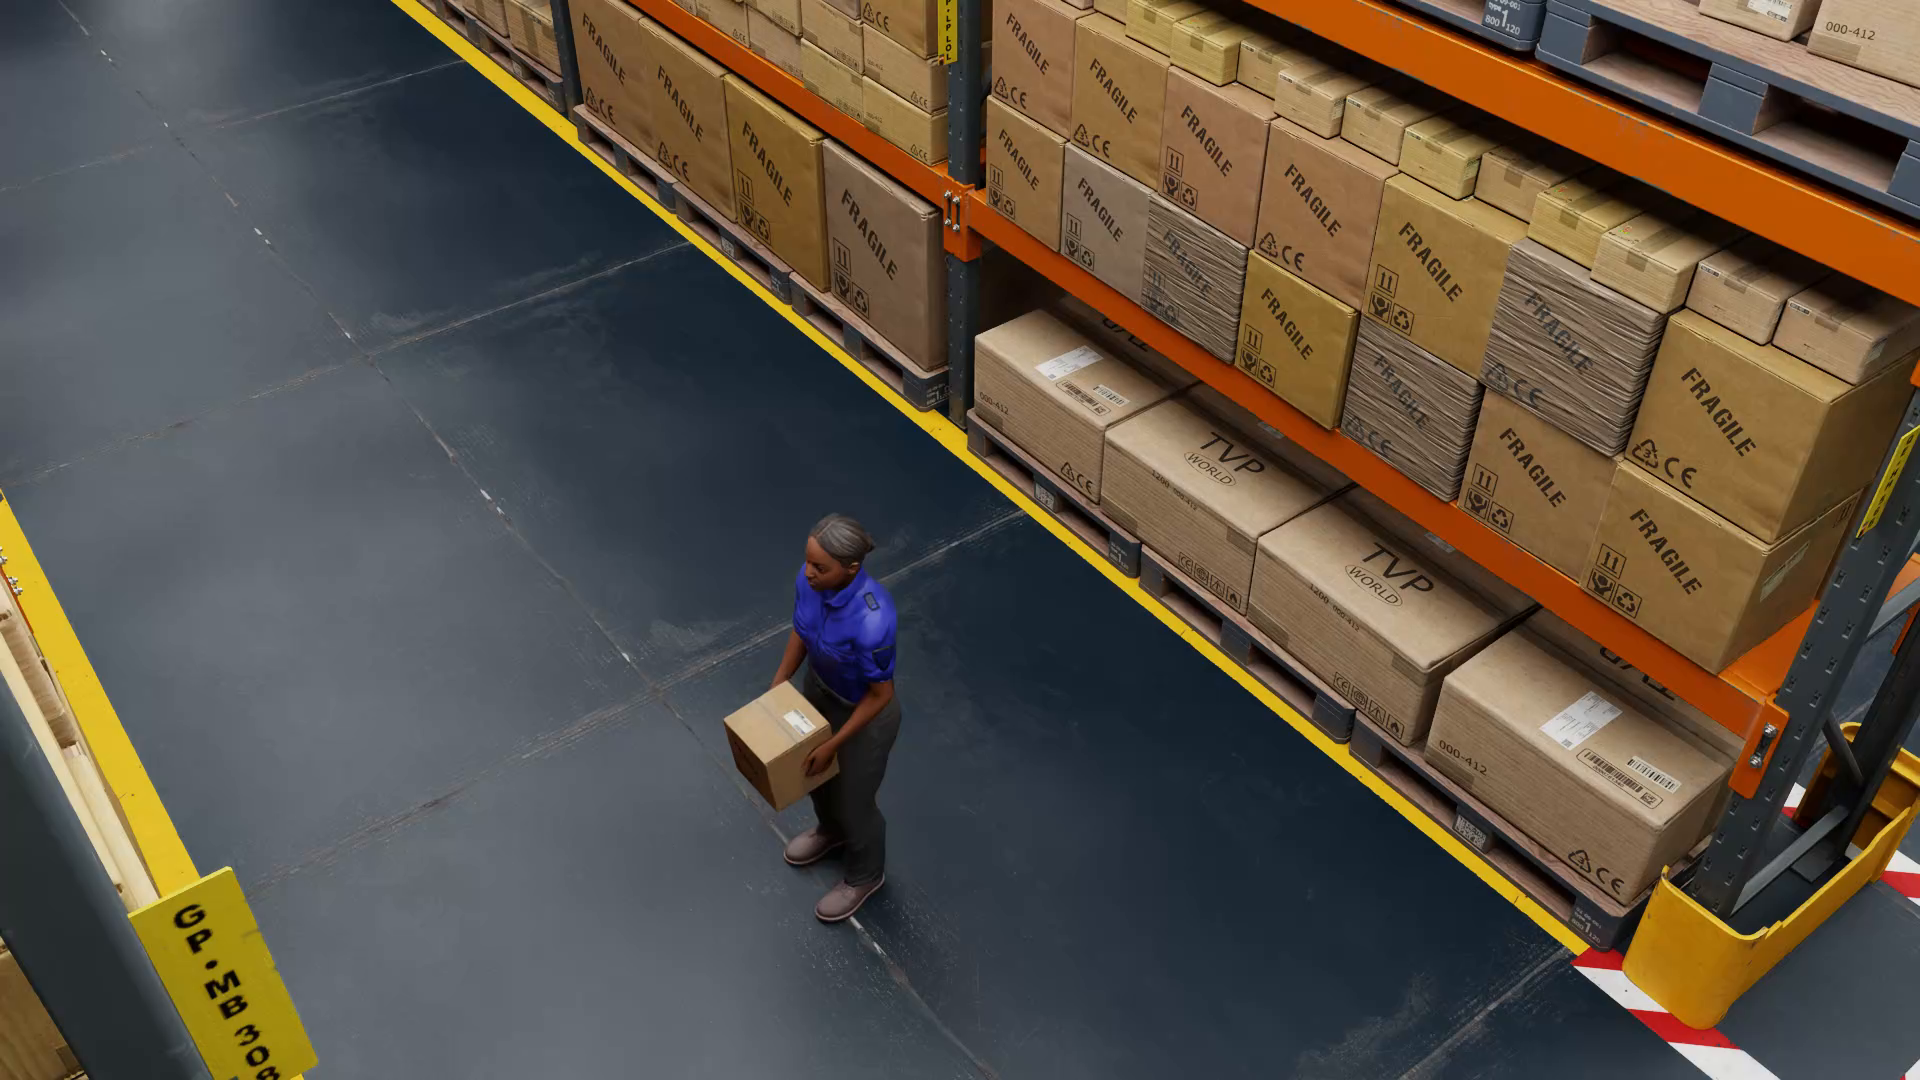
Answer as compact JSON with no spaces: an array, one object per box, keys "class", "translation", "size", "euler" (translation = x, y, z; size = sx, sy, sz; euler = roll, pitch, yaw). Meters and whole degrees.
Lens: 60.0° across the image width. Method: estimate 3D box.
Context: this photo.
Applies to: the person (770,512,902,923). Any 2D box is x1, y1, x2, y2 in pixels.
[{"class":"person","translation":[-0.416,0.584,5.472],"size":[0.418,1.663,0.475],"euler":[-27,47,-28]}]
